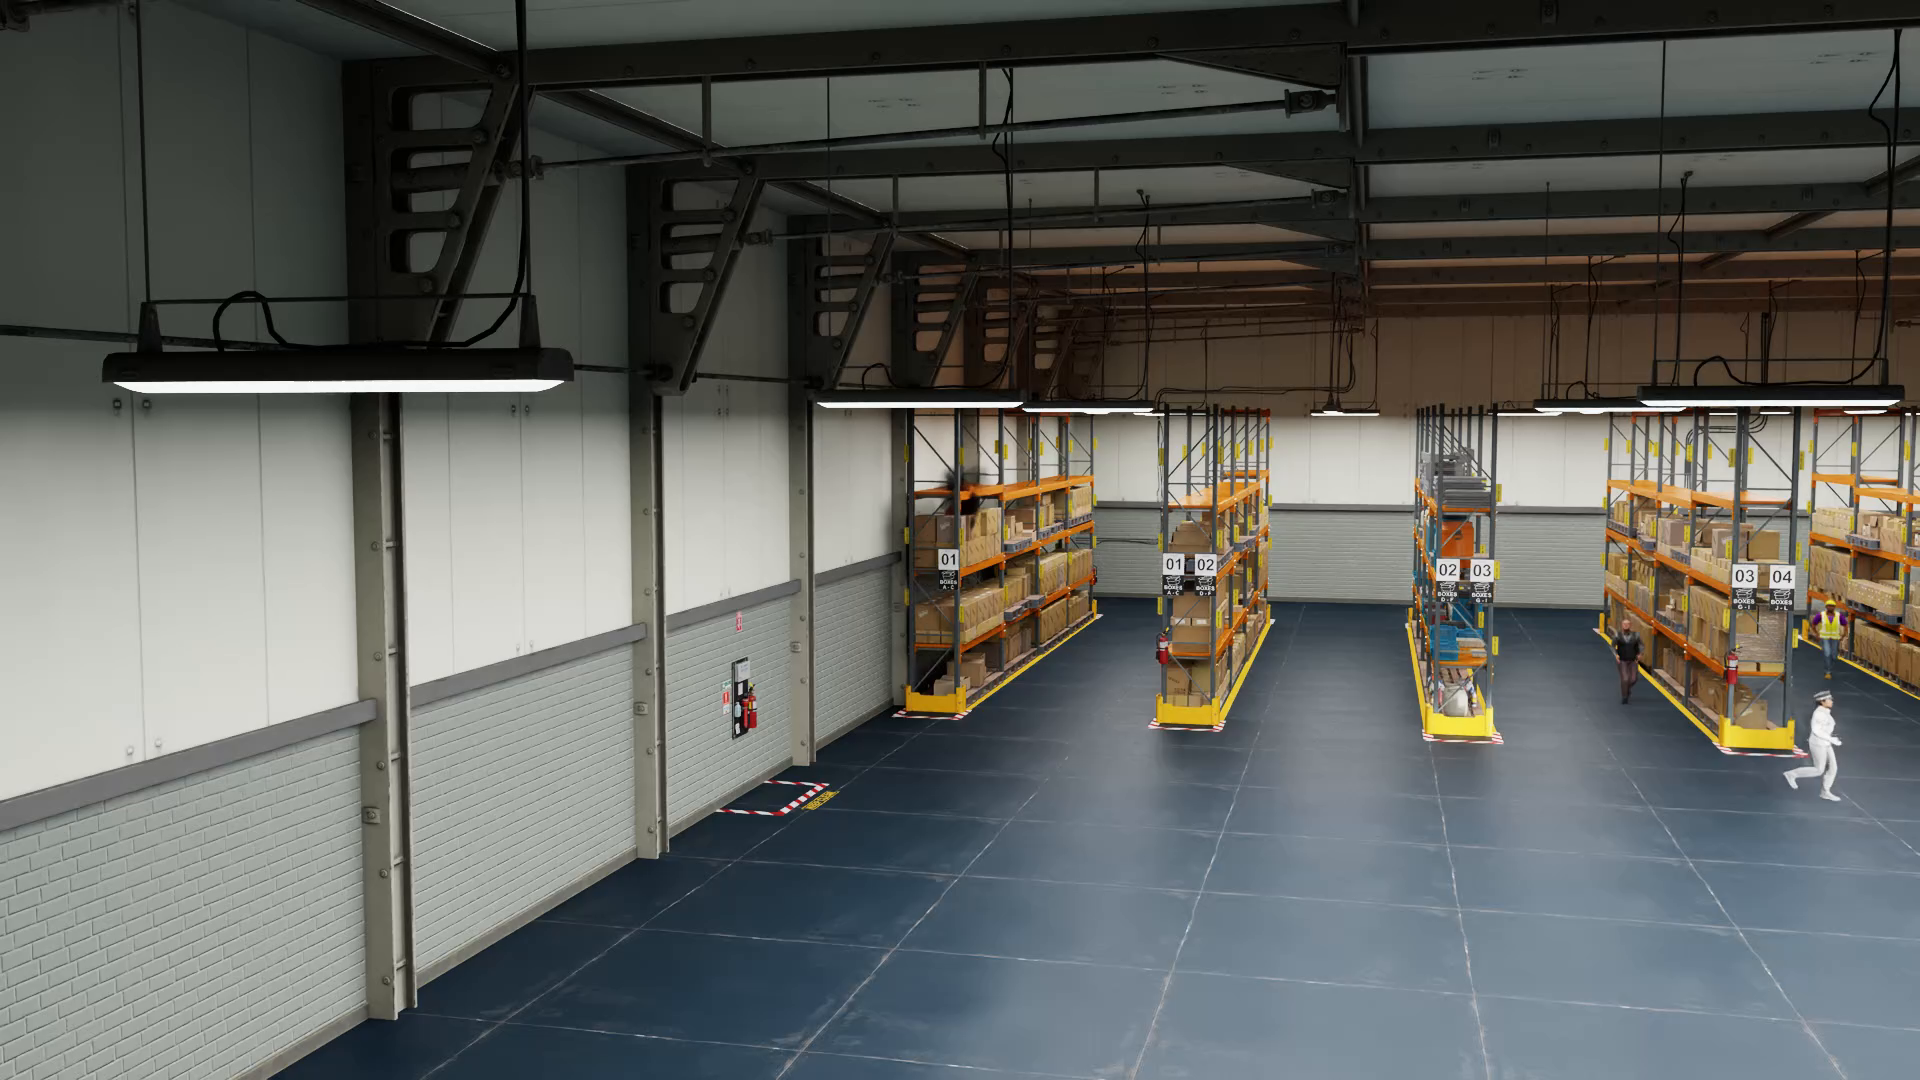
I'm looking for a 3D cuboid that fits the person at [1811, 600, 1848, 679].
[{"bbox_3d":[19.259,2.180,36.844,0.719,1.736,0.756,1,4,17],"label":"person"}]

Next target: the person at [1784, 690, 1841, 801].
[{"bbox_3d":[12.889,3.072,25.079,0.769,1.663,0.607,3,5,35],"label":"person"}]

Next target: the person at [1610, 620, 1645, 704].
[{"bbox_3d":[13.458,2.447,33.553,0.662,1.690,0.540,1,4,17],"label":"person"}]
